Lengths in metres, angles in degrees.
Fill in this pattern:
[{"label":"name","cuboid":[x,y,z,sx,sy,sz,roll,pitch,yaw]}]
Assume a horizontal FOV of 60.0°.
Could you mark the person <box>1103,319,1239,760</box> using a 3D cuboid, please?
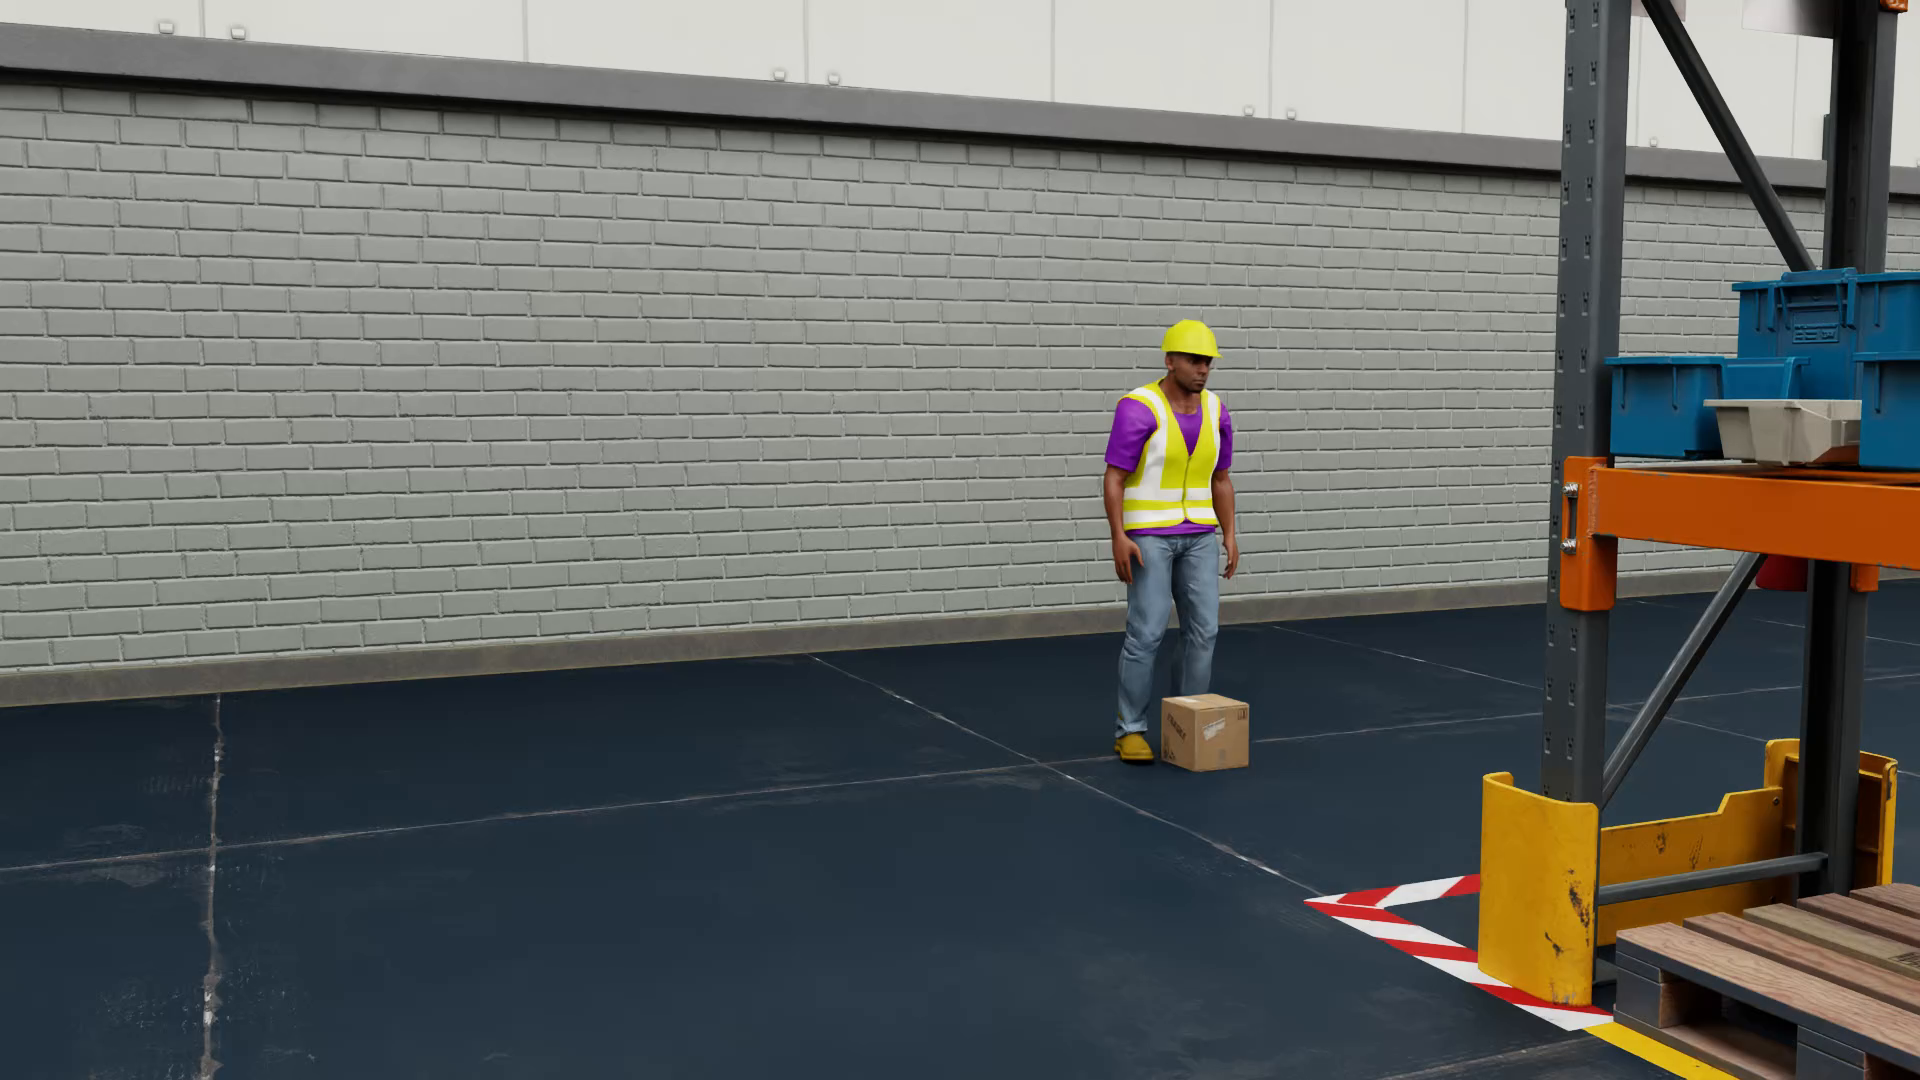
[{"label":"person","cuboid":[0.868,-0.005,6.735,0.613,1.757,0.457,-3,6,-26]}]
